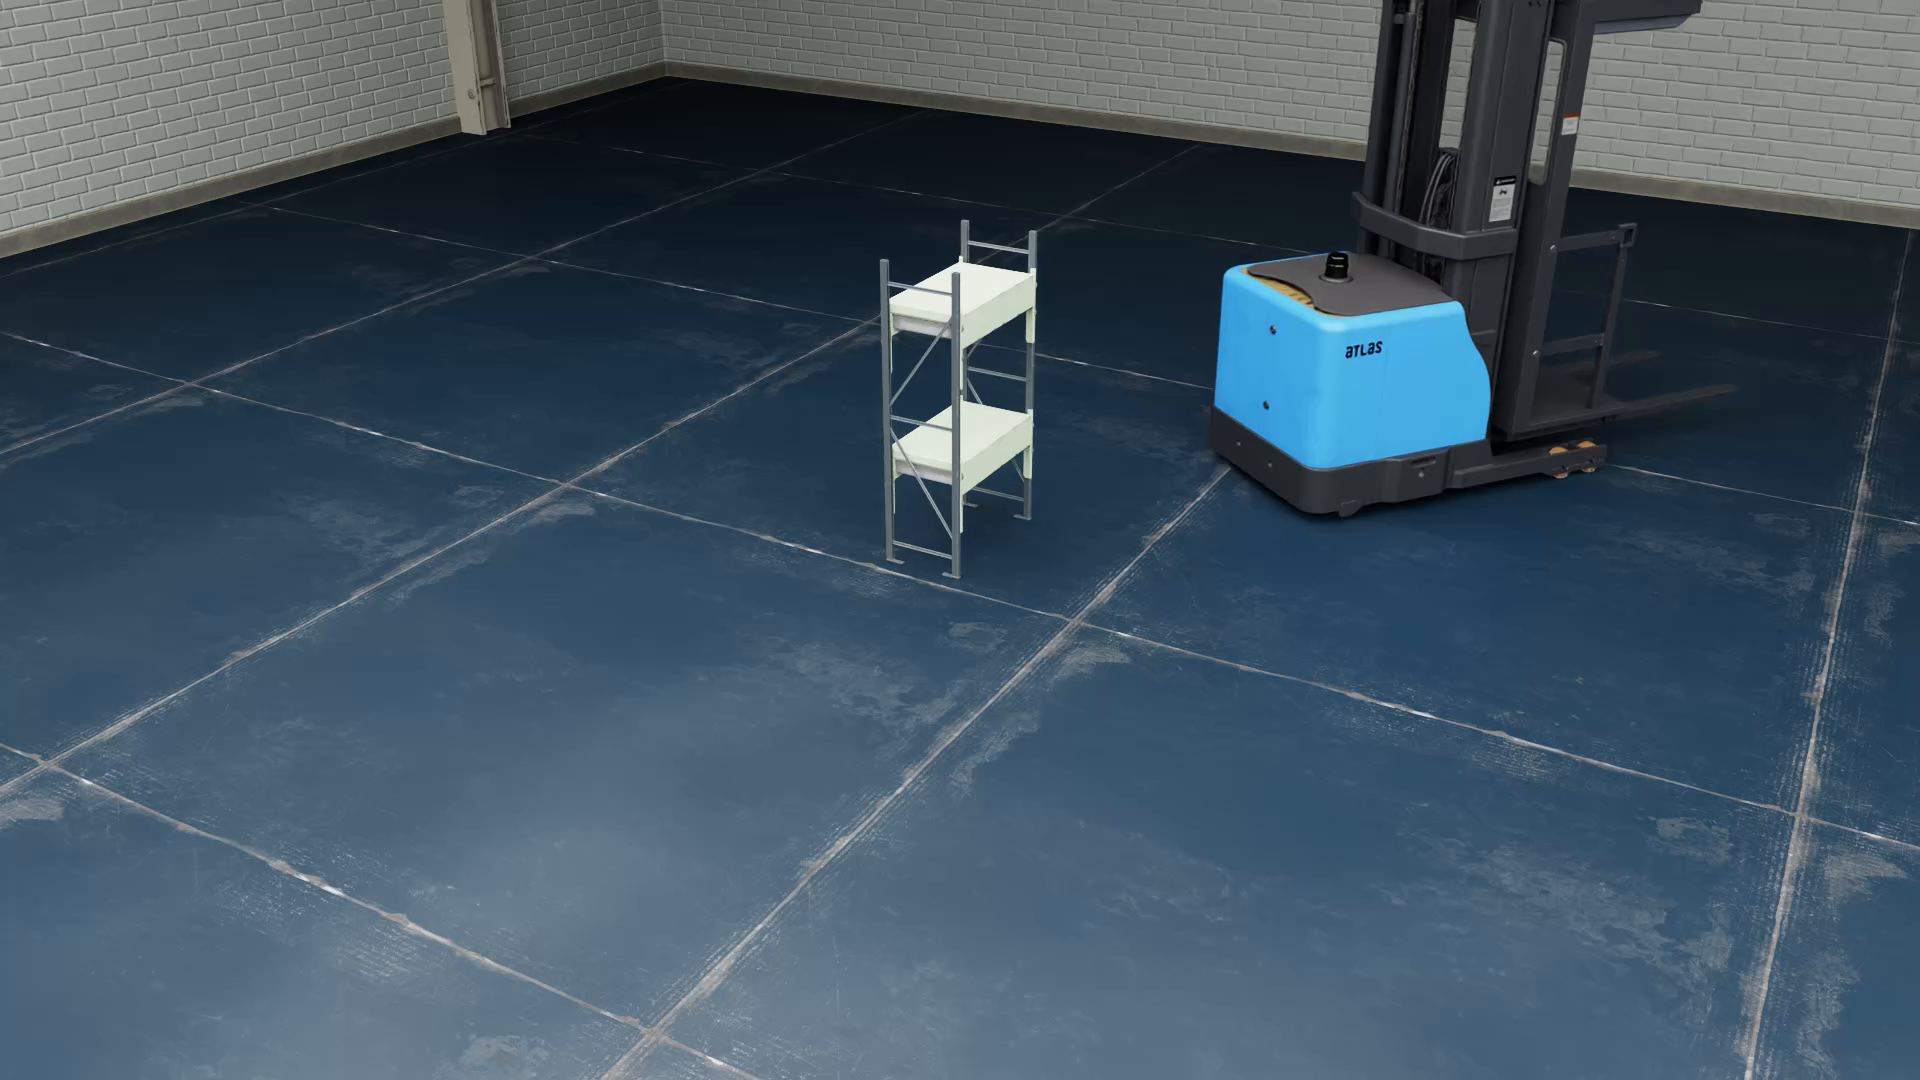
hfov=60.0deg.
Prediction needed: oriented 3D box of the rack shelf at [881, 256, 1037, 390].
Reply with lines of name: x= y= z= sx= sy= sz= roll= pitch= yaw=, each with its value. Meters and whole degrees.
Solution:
rack shelf: x=0.003 y=-1.022 z=7.745 sx=0.431 sy=0.370 sz=0.720 roll=14 pitch=30 yaw=26

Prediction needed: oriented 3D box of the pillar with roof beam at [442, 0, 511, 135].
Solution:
pillar with roof beam: x=-0.898 y=-7.099 z=12.379 sx=9.100 sy=9.000 sz=0.400 roll=14 pitch=30 yaw=26

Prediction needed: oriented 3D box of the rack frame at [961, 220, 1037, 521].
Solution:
rack frame: x=0.183 y=-0.816 z=8.204 sx=0.400 sy=1.500 sz=0.023 roll=14 pitch=30 yaw=26

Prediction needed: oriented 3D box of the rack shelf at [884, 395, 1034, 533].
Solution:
rack shelf: x=0.003 y=-0.382 z=8.065 sx=0.431 sy=0.370 sz=0.720 roll=14 pitch=30 yaw=26

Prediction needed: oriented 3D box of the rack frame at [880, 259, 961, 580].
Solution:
rack frame: x=-0.177 y=-0.531 z=7.635 sx=0.400 sy=1.500 sz=0.023 roll=14 pitch=30 yaw=26

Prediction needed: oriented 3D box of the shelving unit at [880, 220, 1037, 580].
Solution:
shelving unit: x=0.003 y=-0.673 z=7.919 sx=0.431 sy=1.500 sz=0.755 roll=14 pitch=30 yaw=26

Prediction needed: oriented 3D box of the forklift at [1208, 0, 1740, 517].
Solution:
forklift: x=2.930 y=-1.845 z=8.662 sx=3.031 sy=2.935 sz=1.130 roll=-11 pitch=29 yaw=-21
